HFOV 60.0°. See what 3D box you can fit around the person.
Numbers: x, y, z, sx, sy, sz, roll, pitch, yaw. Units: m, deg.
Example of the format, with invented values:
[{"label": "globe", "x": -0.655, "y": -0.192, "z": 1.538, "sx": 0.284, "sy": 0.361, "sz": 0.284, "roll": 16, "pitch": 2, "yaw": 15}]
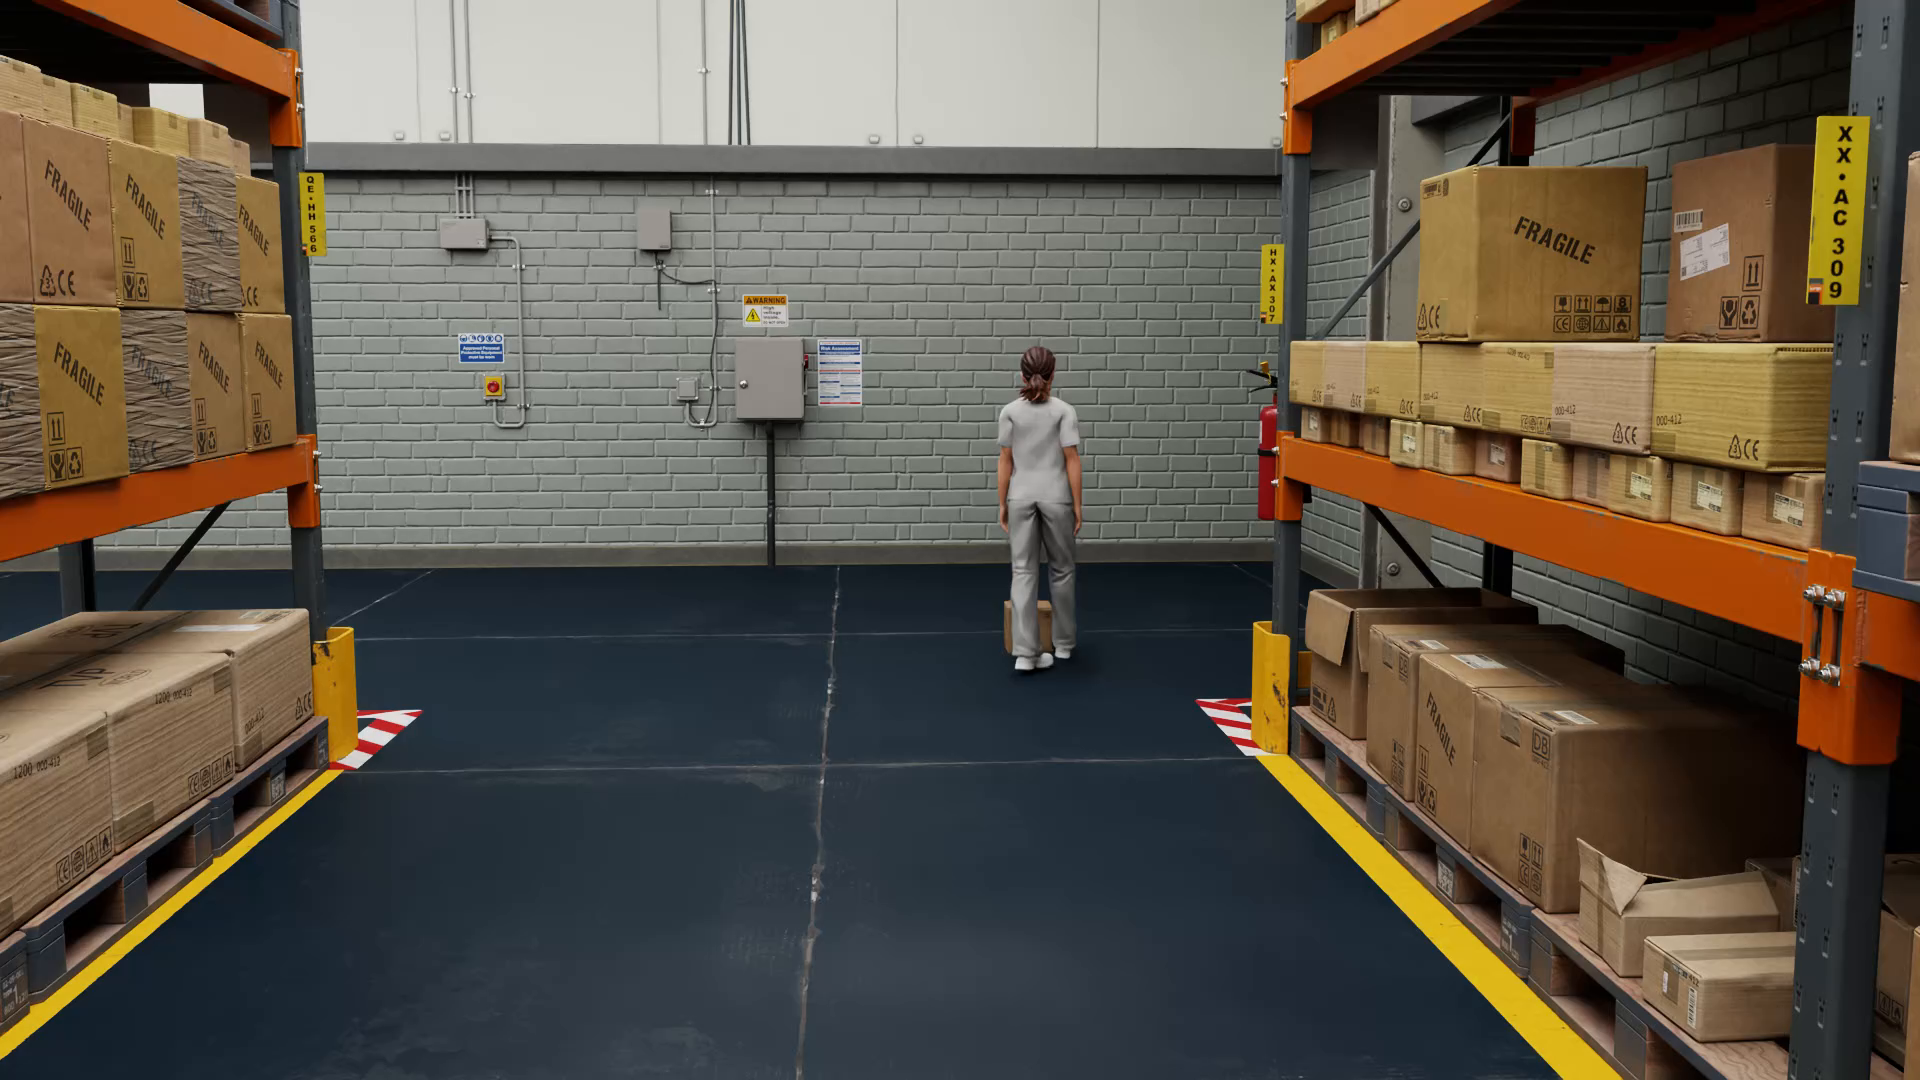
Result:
[{"label": "person", "x": 0.438, "y": -0.182, "z": 8.729, "sx": 0.450, "sy": 1.662, "sz": 0.691, "roll": 2, "pitch": 7, "yaw": 12}]
